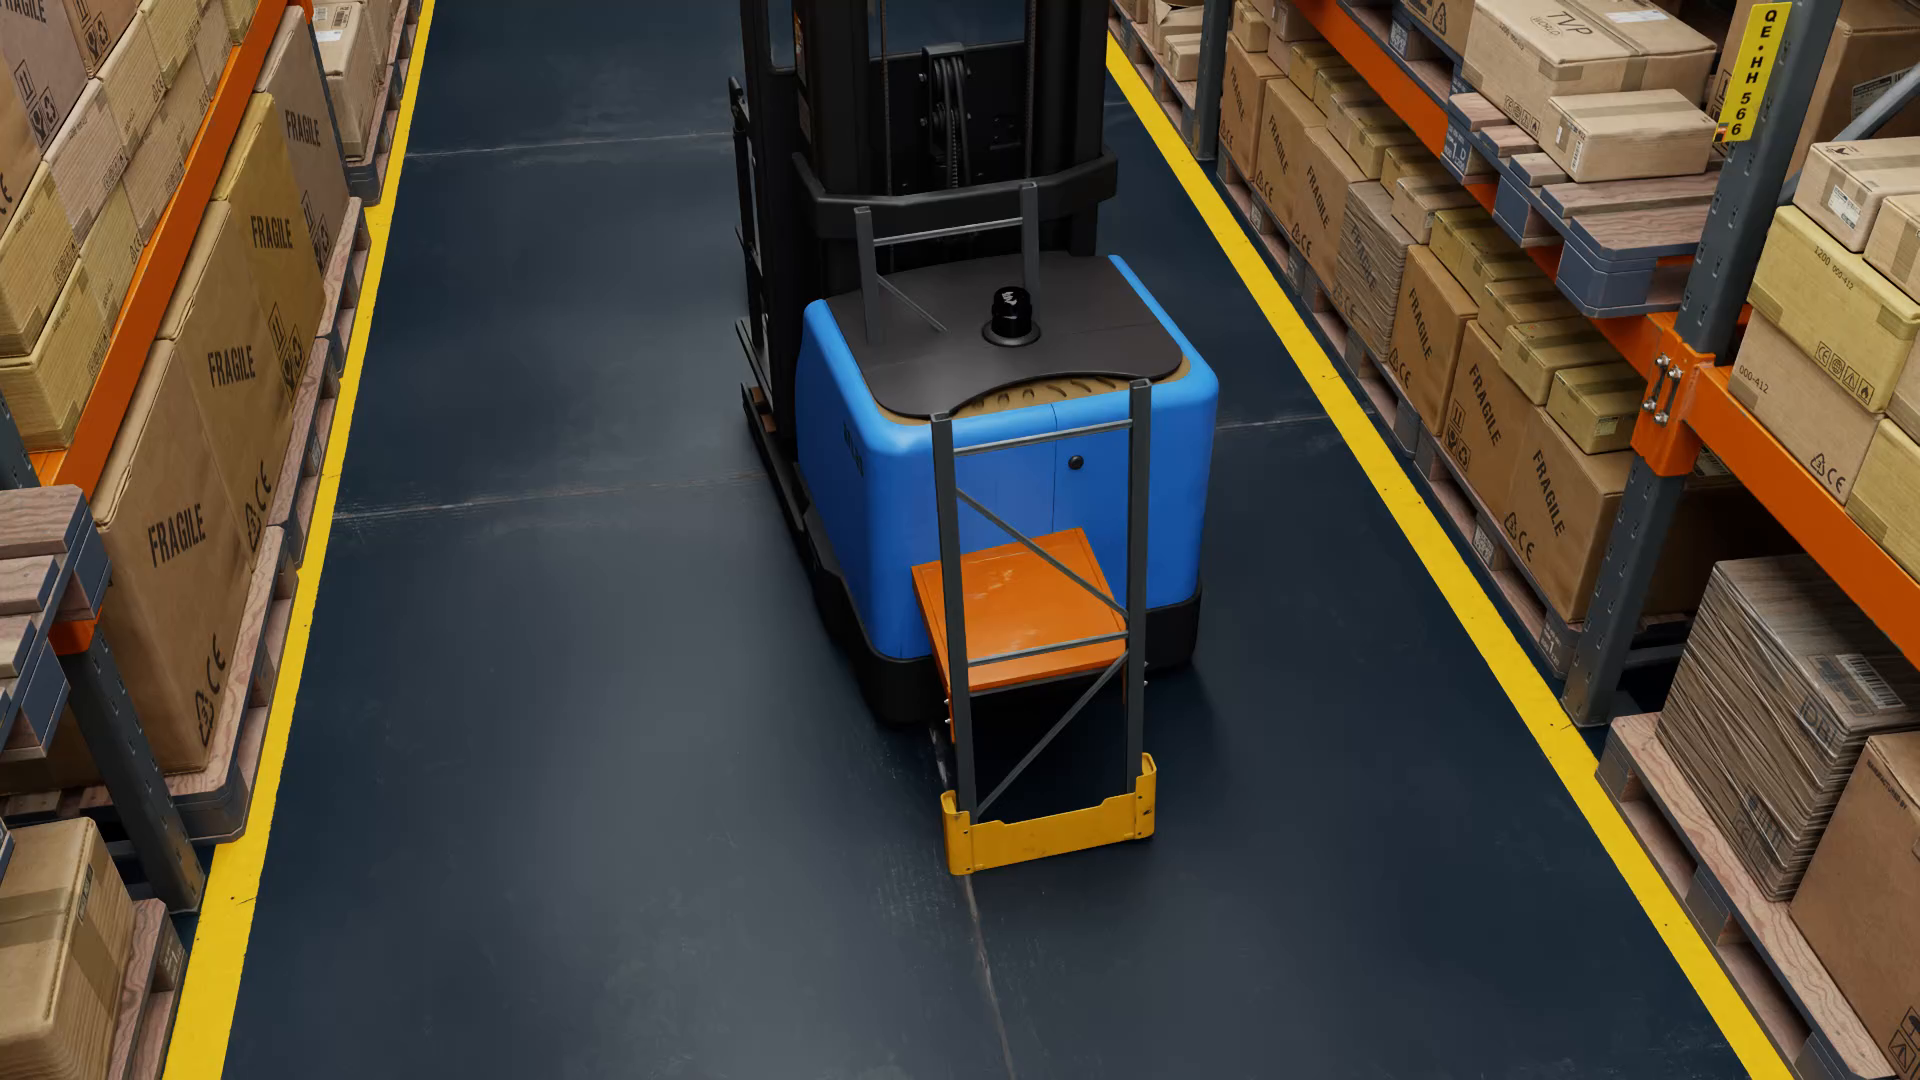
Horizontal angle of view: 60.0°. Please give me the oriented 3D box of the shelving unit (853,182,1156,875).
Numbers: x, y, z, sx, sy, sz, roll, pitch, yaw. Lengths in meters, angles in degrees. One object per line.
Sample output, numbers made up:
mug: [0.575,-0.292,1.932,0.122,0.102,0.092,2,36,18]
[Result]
shelving unit: [0.107,-0.036,4.551,0.587,1.500,1.083,-10,39,-8]

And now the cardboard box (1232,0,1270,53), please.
cardboard box: [1.441,-2.307,7.441,0.380,0.149,0.250,-5,38,-6]

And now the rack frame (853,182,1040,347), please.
rack frame: [0.000,-0.336,4.935,0.500,1.500,0.032,-10,39,-8]

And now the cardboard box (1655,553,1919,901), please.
cardboard box: [2.438,0.449,4.321,0.875,0.625,0.625,-5,38,-7]

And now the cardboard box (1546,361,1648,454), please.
cardboard box: [2.006,-0.407,4.996,0.380,0.149,0.250,-8,39,-10]

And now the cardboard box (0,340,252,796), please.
cardboard box: [-2.584,0.082,4.589,0.875,0.875,0.875,-7,38,-8]

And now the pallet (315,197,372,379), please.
pallet: [-3.036,-1.022,6.894,1.003,0.211,1.213,-6,38,-8]

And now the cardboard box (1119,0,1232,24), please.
cardboard box: [1.247,-3.185,9.100,0.700,0.500,0.500,-8,38,-10]

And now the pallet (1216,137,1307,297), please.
pallet: [1.820,-1.529,7.546,1.003,0.211,1.213,-6,38,-8]

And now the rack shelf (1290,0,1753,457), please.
rack shelf: [1.991,-1.625,5.983,1.077,0.370,4.000,-6,38,-8]

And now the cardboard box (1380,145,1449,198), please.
cardboard box: [1.808,-1.365,6.229,0.380,0.149,0.250,-6,38,-8]

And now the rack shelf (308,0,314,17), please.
rack shelf: [-3.596,-3.505,8.403,1.077,0.370,4.000,-6,38,-8]

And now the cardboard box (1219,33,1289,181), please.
cardboard box: [1.504,-1.980,7.548,0.500,0.500,0.500,-5,38,-6]

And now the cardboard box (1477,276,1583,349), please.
cardboard box: [1.925,-0.733,5.414,0.380,0.149,0.250,-7,38,-9]

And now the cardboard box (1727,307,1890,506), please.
cardboard box: [2.179,-0.348,3.875,0.500,0.250,0.500,-6,38,-8]

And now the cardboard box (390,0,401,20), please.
cardboard box: [-3.564,-3.211,9.185,0.875,0.438,0.875,-5,38,-7]

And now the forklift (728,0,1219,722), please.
forklift: [-0.187,-1.526,5.325,1.130,2.935,3.031,-11,39,-14]

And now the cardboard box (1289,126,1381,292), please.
cardboard box: [1.690,-1.357,6.747,0.500,0.500,0.500,-7,38,-9]

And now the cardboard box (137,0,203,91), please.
cardboard box: [-2.631,-1.558,5.026,0.500,0.250,0.500,-6,38,-7]

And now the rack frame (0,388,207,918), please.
rack frame: [-2.544,-0.165,3.518,1.000,3.000,0.127,-6,38,-8]

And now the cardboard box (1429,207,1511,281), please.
cardboard box: [1.879,-1.047,5.820,0.380,0.149,0.250,-7,38,-9]

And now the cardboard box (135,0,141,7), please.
cardboard box: [-2.647,-1.842,4.779,0.500,0.500,0.500,-6,38,-7]

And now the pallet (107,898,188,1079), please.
pallet: [-2.409,1.408,3.765,1.003,0.211,1.213,-6,38,-8]

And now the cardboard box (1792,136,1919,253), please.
cardboard box: [2.108,-0.773,3.689,0.380,0.149,0.250,-5,38,-7]

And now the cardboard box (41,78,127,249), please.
cardboard box: [-2.480,-0.948,4.240,0.500,0.250,0.500,-5,38,-7]

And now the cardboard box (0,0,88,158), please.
cardboard box: [-2.487,-1.222,3.982,0.500,0.500,0.500,-6,38,-8]

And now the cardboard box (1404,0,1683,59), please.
cardboard box: [1.873,-1.874,5.291,0.797,0.503,0.637,-7,38,-9]

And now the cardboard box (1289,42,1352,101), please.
cardboard box: [1.622,-1.994,7.038,0.380,0.149,0.250,-8,39,-10]

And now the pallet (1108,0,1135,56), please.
pallet: [1.304,-3.169,9.658,1.003,0.211,1.213,-6,38,-8]

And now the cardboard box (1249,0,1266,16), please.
cardboard box: [1.501,-2.431,7.358,0.380,0.149,0.250,-7,38,-9]

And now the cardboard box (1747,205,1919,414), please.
cardboard box: [2.154,-0.543,3.718,0.500,0.250,0.500,-6,38,-8]

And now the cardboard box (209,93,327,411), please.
cardboard box: [-2.892,-0.997,5.978,0.875,0.875,0.875,-5,38,-7]

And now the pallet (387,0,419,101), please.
pallet: [-3.519,-2.686,9.036,1.003,0.211,1.213,-6,38,-8]

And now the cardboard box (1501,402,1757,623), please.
cardboard box: [2.056,-0.112,5.145,0.500,0.500,0.500,-5,38,-7]

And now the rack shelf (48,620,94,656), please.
rack shelf: [-2.194,1.327,2.183,1.077,0.370,4.000,-6,38,-8]

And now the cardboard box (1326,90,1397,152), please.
cardboard box: [1.691,-1.675,6.628,0.380,0.149,0.250,-6,38,-8]

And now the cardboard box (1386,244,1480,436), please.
cardboard box: [1.884,-0.732,5.942,0.500,0.500,0.500,-5,38,-6]

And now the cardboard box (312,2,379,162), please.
cardboard box: [-3.250,-2.126,7.788,0.875,0.438,0.875,-7,38,-9]

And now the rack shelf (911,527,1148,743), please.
rack shelf: [0.118,0.110,4.656,0.538,0.185,1.000,-10,39,-8]

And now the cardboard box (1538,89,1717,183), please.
cardboard box: [1.849,-1.123,4.614,0.380,0.149,0.250,-6,38,-7]

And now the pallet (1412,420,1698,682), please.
pallet: [2.248,-0.055,5.649,1.003,0.211,1.213,-6,38,-8]

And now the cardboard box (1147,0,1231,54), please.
cardboard box: [1.191,-2.724,8.698,0.396,0.266,0.258,-5,38,-6]

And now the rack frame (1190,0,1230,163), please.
rack frame: [1.640,-3.117,7.318,1.000,3.000,0.127,-6,38,-8]

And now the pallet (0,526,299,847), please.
pallet: [-2.609,0.452,4.997,1.003,0.211,1.213,-6,38,-8]

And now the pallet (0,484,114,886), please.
pallet: [-2.315,0.330,3.037,1.213,0.211,1.003,-6,38,-8]

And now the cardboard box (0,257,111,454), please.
cardboard box: [-2.383,-0.429,3.979,0.500,0.250,0.500,-7,38,-9]

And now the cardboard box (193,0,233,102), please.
cardboard box: [-2.761,-1.664,5.569,0.500,0.250,0.500,-7,38,-9]

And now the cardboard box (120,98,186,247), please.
cardboard box: [-2.576,-1.054,4.784,0.500,0.250,0.500,-5,38,-6]
